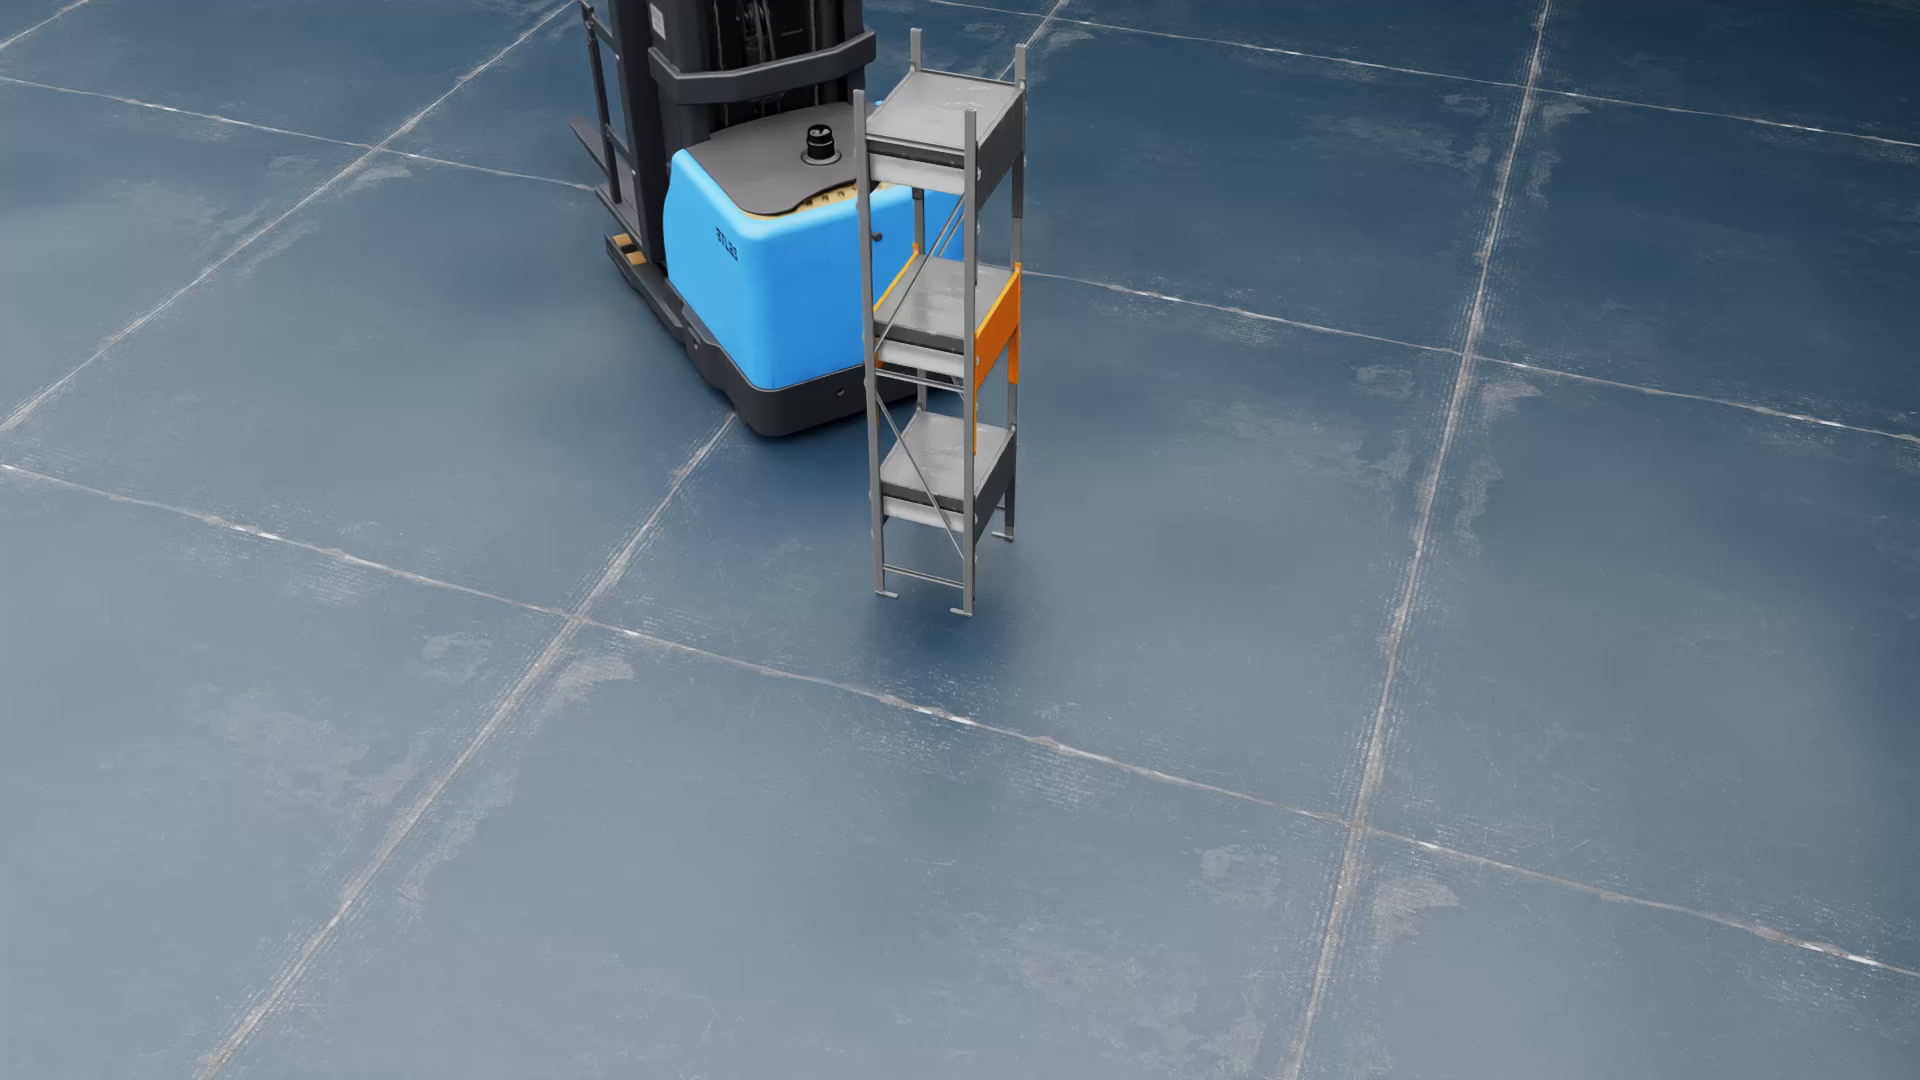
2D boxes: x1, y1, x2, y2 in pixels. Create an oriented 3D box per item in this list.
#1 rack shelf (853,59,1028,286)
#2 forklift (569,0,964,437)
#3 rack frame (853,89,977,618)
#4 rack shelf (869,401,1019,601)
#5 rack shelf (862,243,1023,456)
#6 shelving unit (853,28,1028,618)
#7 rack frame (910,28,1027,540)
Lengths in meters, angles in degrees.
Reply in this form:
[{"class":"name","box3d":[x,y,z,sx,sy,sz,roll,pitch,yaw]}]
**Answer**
[{"class":"rack shelf","box3d":[-0.057,-1.220,5.505,0.431,0.518,0.480,13,42,15]},{"class":"forklift","box3d":[-1.118,-2.504,7.426,1.130,2.935,3.031,-20,44,-22]},{"class":"rack frame","box3d":[-0.140,-0.549,5.776,0.400,2.100,0.015,13,42,15]},{"class":"rack shelf","box3d":[-0.057,-0.155,6.413,0.431,0.518,0.480,13,42,15]},{"class":"rack shelf","box3d":[-0.057,-0.687,5.959,0.431,0.518,0.480,13,42,15]},{"class":"shelving unit","box3d":[-0.057,-0.698,5.950,0.431,2.100,0.503,13,42,15]},{"class":"rack frame","box3d":[0.027,-0.847,6.125,0.400,2.100,0.015,13,42,15]}]
